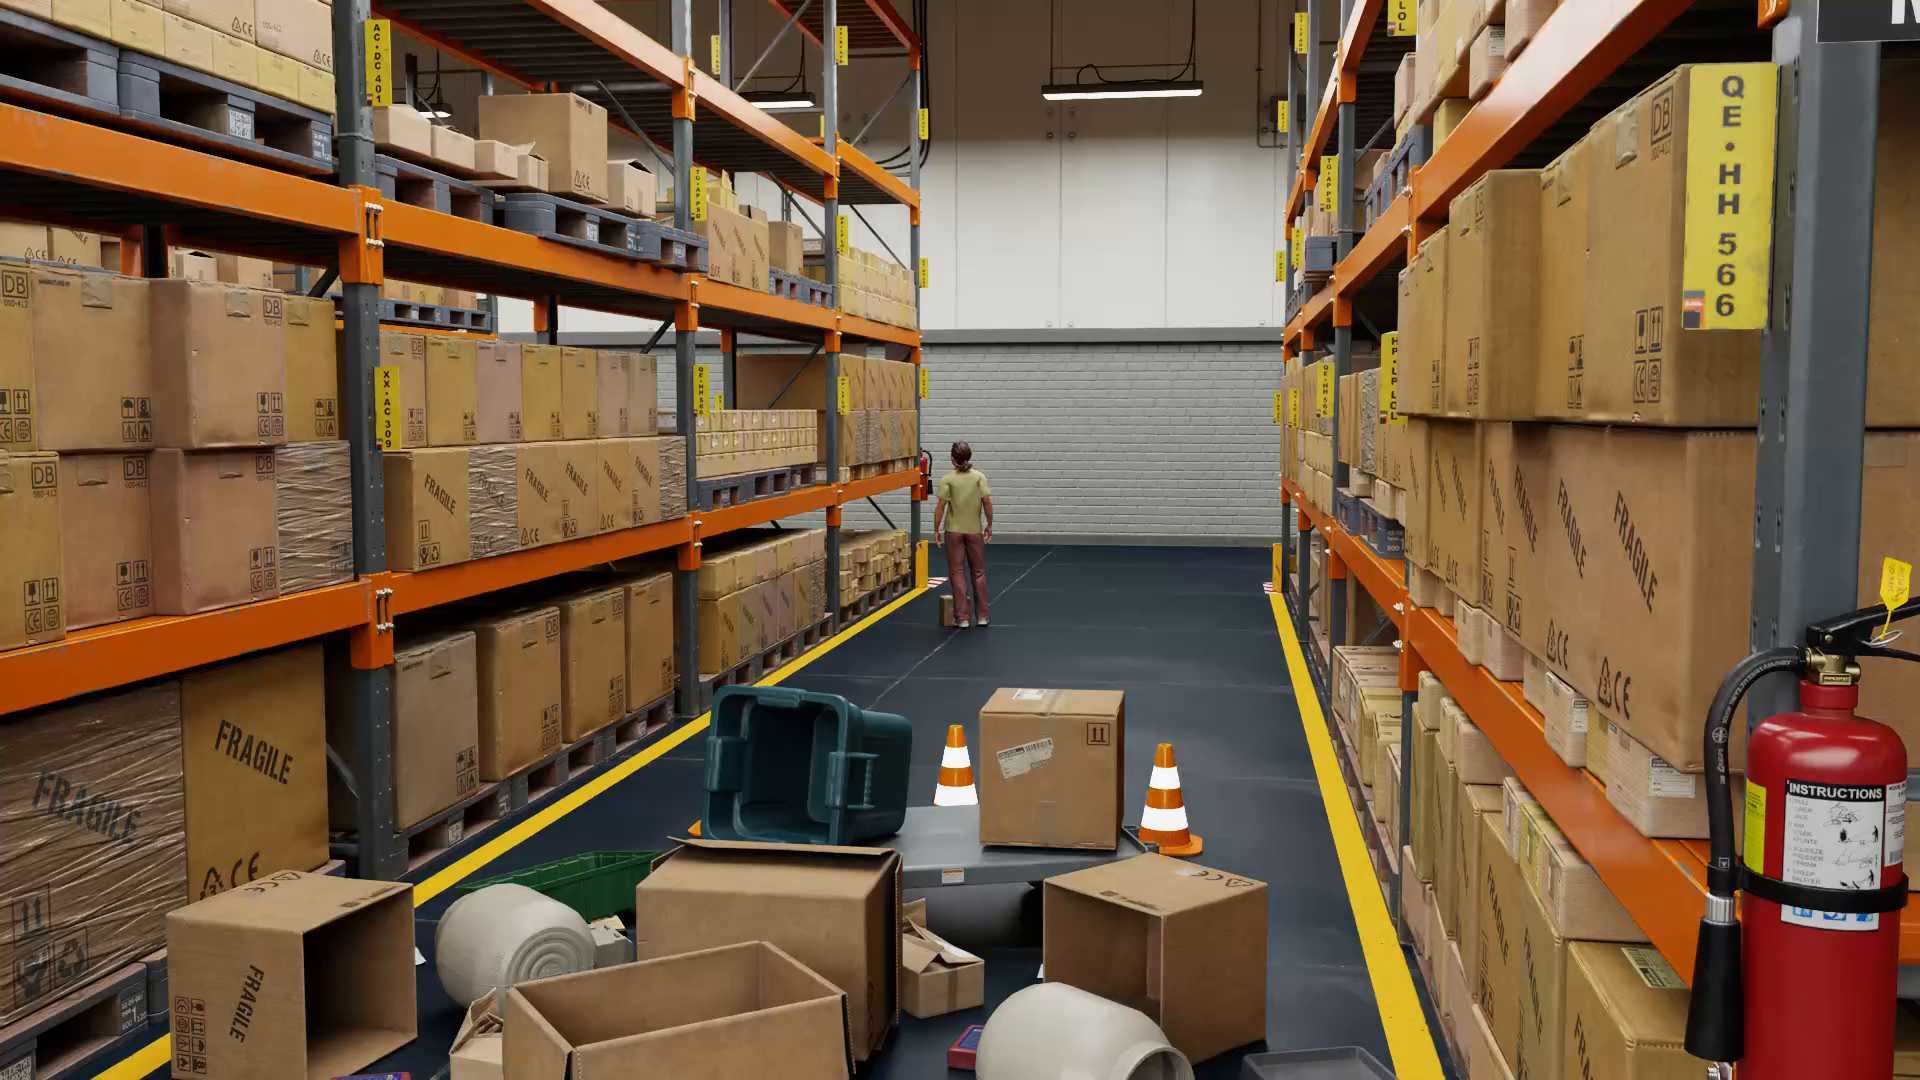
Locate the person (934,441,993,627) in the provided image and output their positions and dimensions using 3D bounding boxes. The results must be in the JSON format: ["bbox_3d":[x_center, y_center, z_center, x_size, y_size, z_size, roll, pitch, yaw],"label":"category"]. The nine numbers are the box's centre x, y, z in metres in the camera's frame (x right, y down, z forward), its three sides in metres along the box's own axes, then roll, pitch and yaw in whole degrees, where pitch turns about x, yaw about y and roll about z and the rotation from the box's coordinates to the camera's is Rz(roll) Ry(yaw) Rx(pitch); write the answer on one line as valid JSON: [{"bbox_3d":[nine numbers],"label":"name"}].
[{"bbox_3d":[0.022,-0.052,14.969,0.555,1.662,0.524,-1,5,-10],"label":"person"}]
